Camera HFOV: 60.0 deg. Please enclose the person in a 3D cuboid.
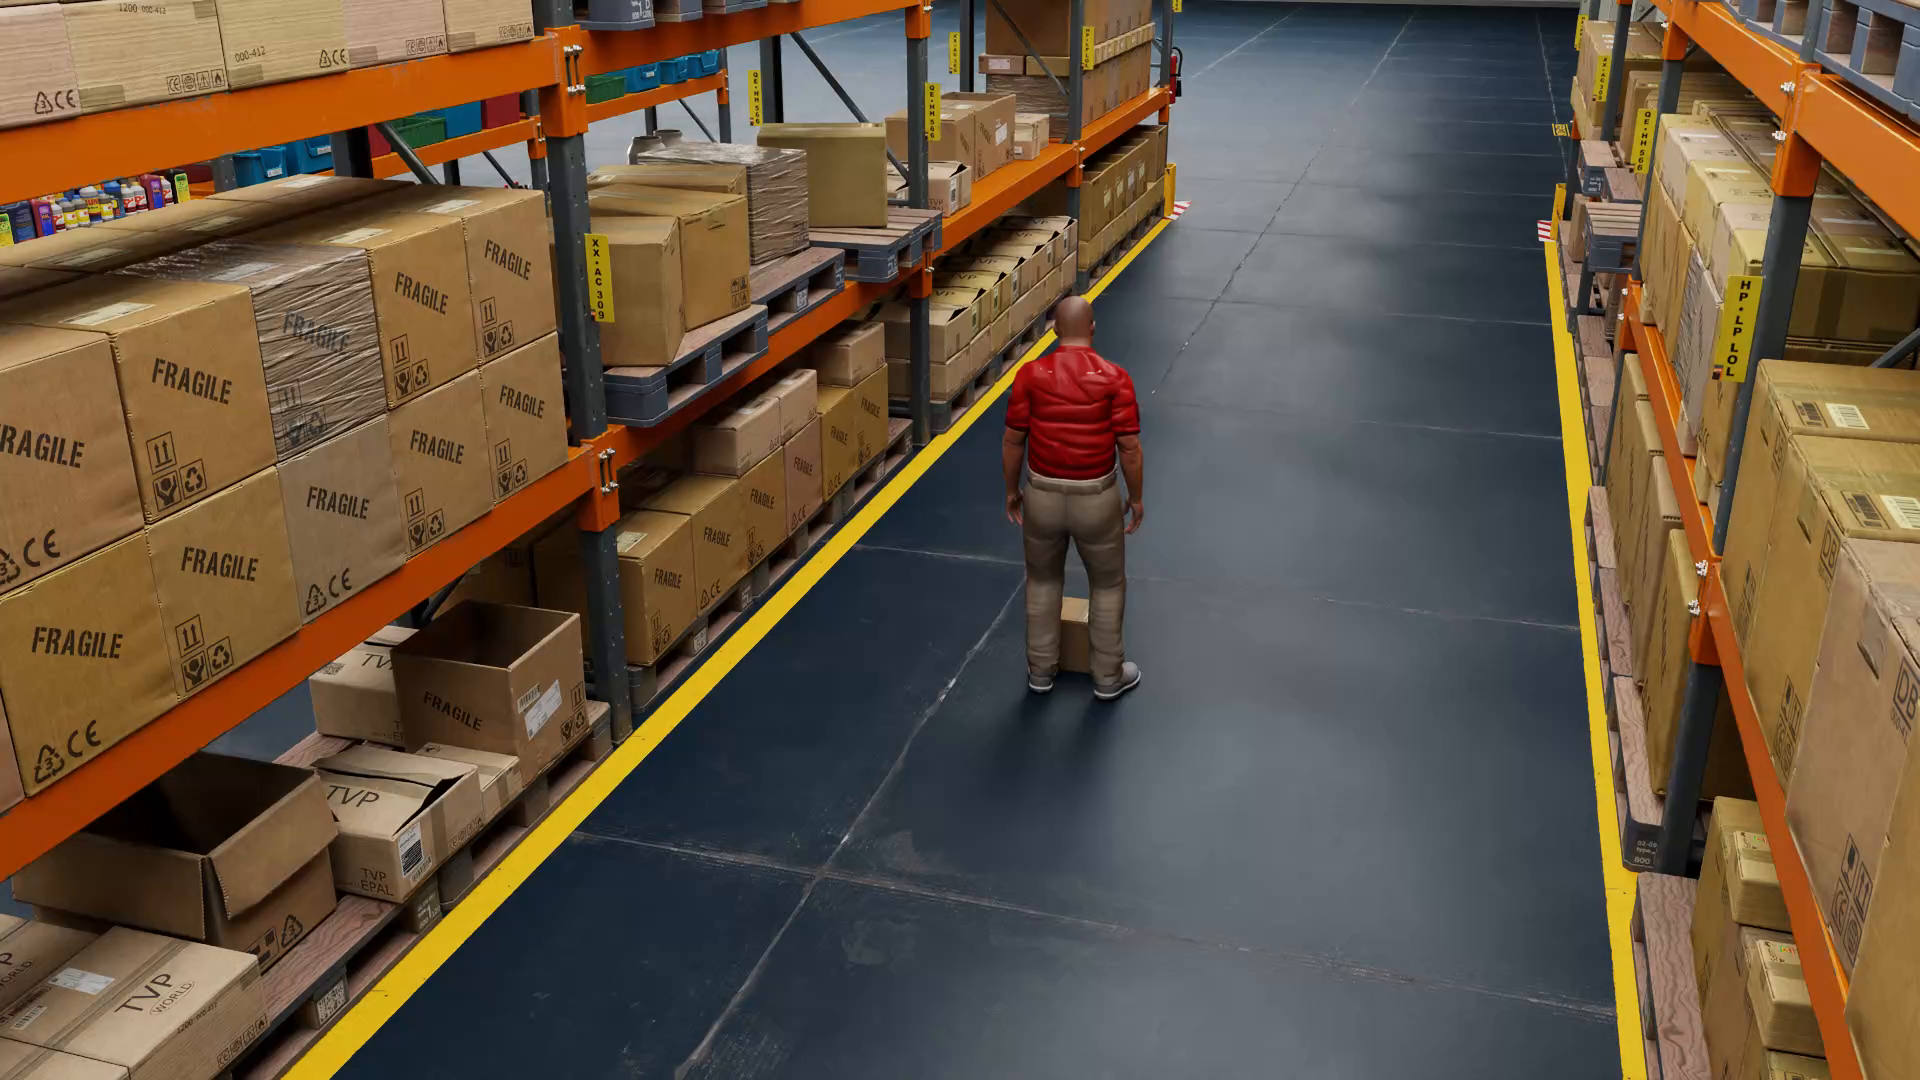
[{"bbox_3d":[0.479,-0.165,7.018,0.603,1.728,0.384,5,22,13],"label":"person"}]
